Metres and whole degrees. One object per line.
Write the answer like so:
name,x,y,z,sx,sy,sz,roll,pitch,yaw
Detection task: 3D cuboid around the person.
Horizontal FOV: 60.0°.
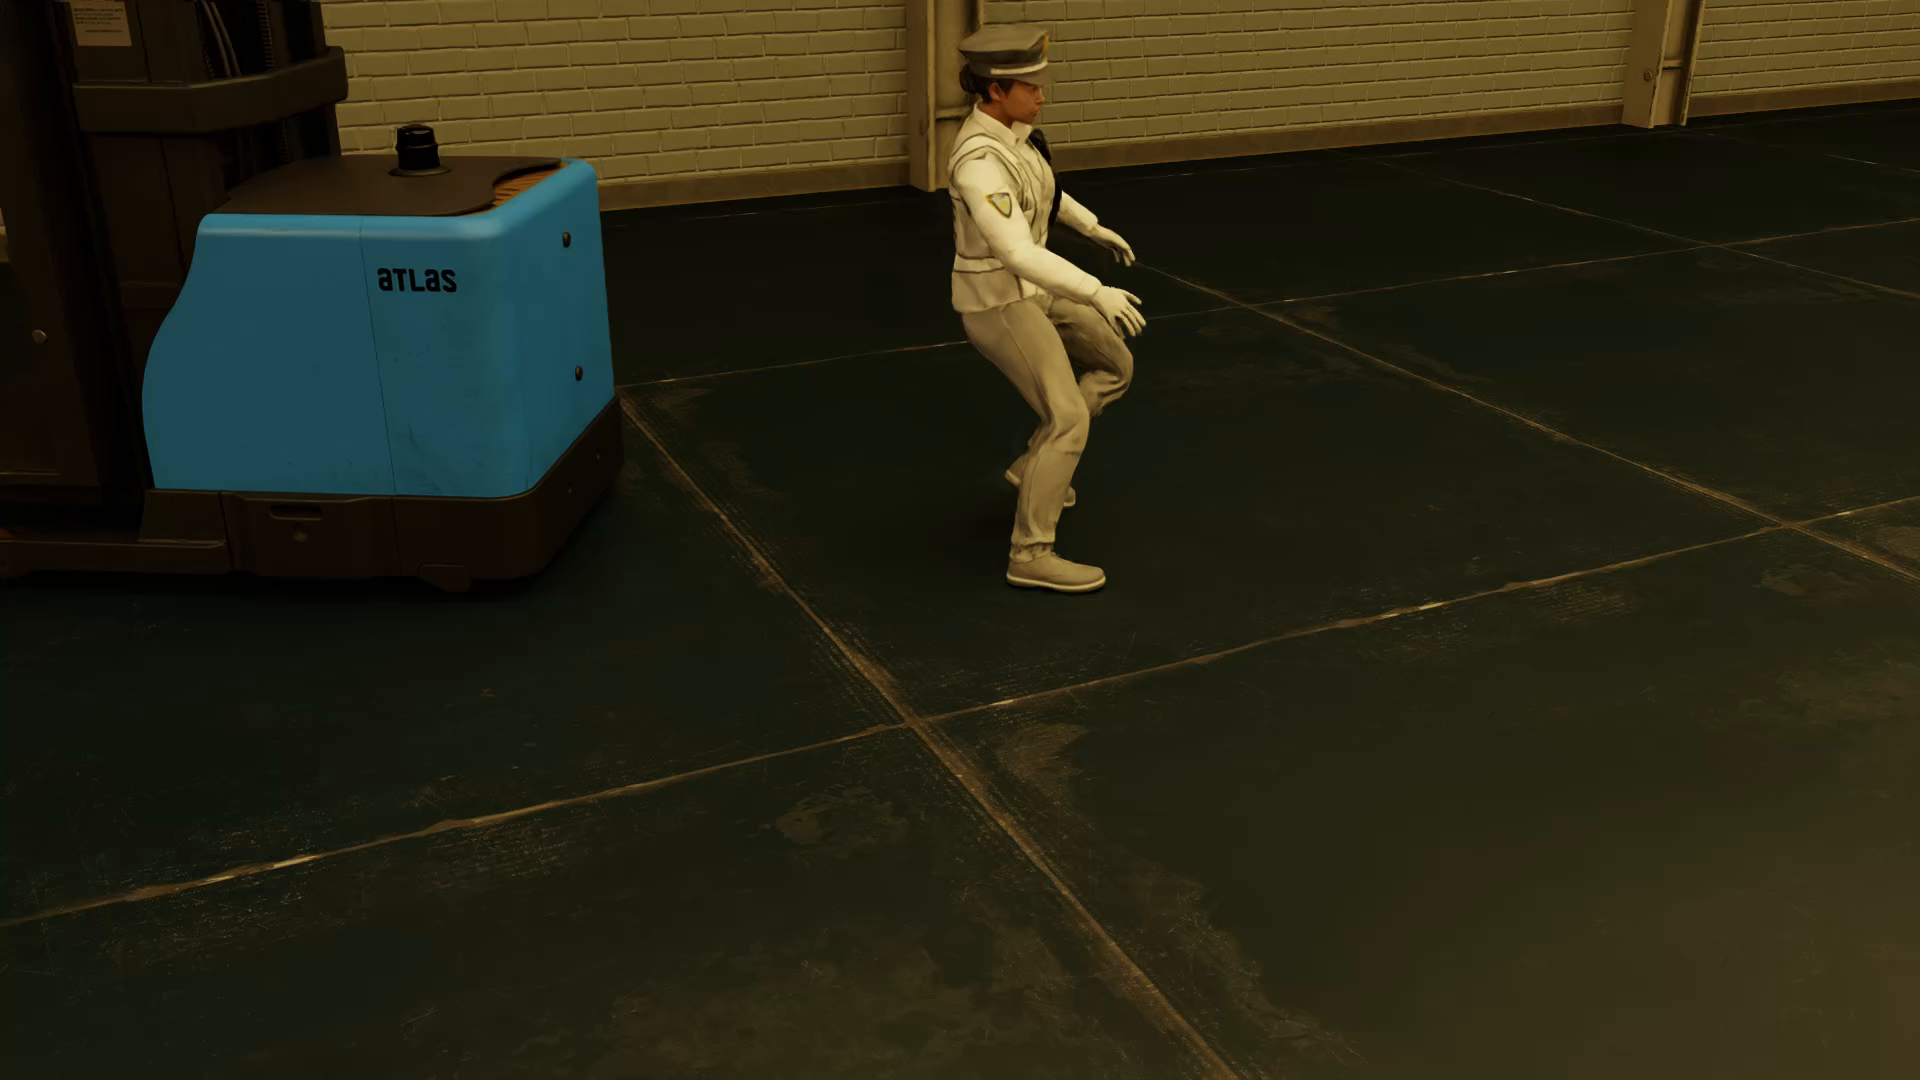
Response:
person,0.283,-0.698,4.808,0.634,1.515,0.766,6,23,15

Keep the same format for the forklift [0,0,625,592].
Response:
forklift,-2.657,-1.418,4.700,3.031,2.935,1.130,2,23,4
